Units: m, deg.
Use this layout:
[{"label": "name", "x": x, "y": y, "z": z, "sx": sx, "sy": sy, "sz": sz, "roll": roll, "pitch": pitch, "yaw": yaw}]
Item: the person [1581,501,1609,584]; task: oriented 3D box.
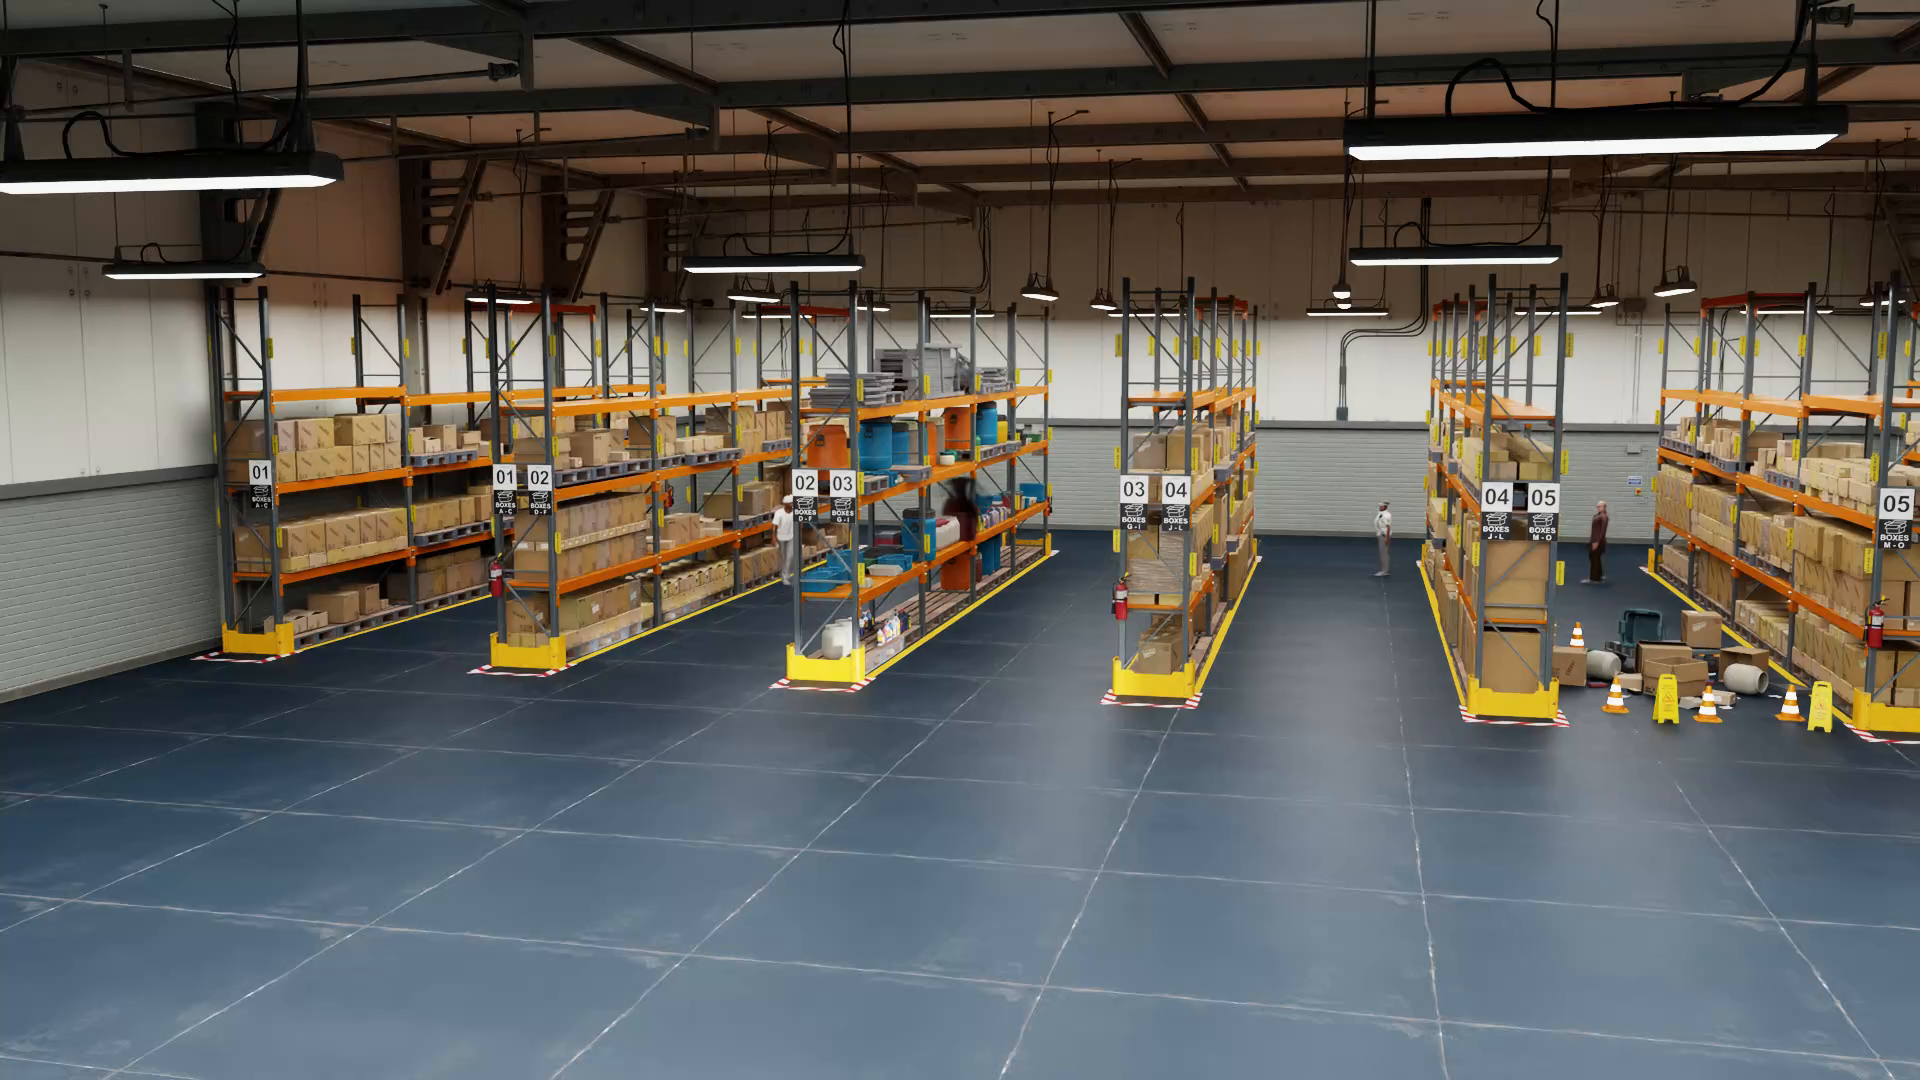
[{"label": "person", "x": 13.539, "y": 0.061, "z": 35.379, "sx": 0.513, "sy": 1.802, "sz": 0.610, "roll": 4, "pitch": 8, "yaw": 29}]

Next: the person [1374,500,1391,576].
[{"label": "person", "x": 9.326, "y": -0.053, "z": 36.745, "sx": 0.363, "sy": 1.687, "sz": 0.492, "roll": 0, "pitch": 7, "yaw": 3}]

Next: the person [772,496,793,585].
[{"label": "person", "x": -3.521, "y": -0.010, "z": 33.567, "sx": 0.542, "sy": 1.772, "sz": 0.682, "roll": -1, "pitch": 7, "yaw": -6}]
